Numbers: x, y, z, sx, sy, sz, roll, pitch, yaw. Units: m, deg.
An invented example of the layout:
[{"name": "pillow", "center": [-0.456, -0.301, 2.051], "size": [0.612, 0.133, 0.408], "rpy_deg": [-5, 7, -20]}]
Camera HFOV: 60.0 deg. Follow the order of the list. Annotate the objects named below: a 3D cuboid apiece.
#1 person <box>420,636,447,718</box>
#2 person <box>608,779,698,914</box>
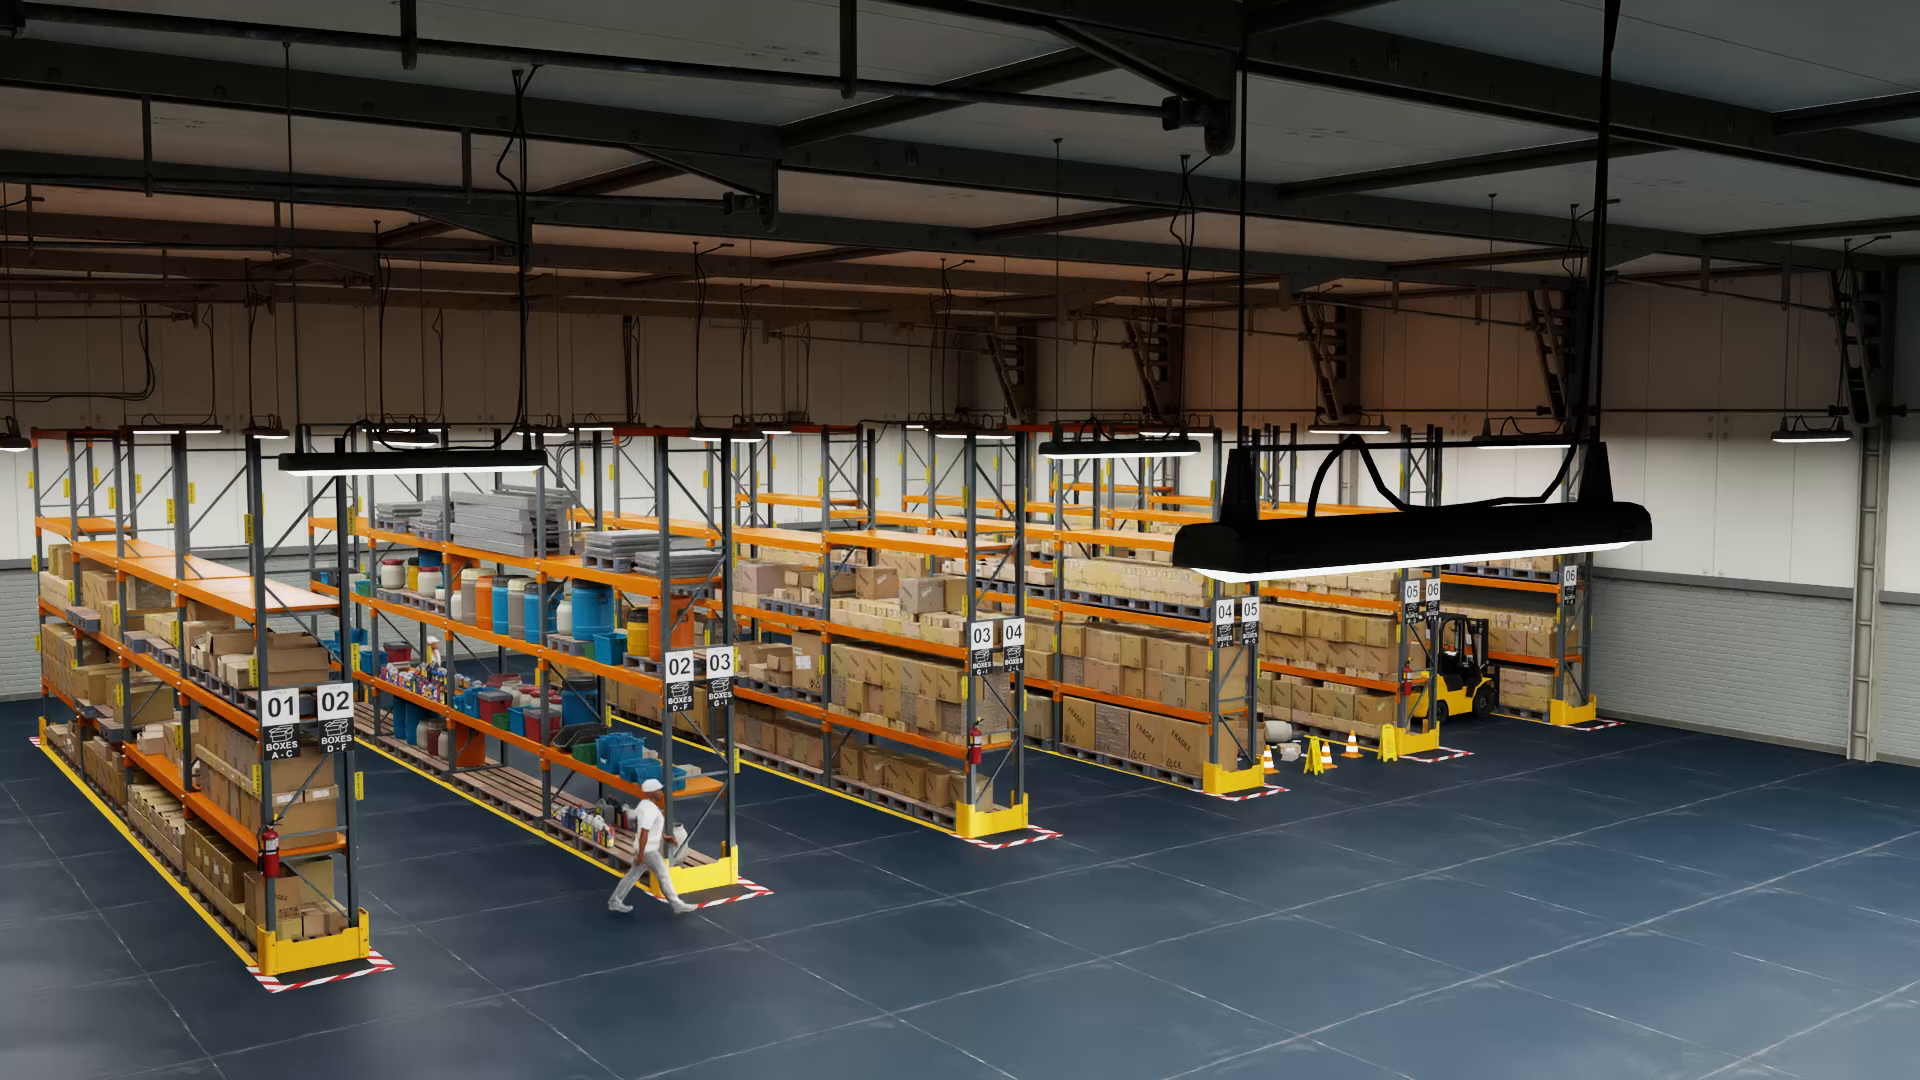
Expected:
[{"name": "person", "center": [-10.661, 2.814, 33.733], "size": [1.069, 1.721, 0.503], "rpy_deg": [3, 5, 35]}, {"name": "person", "center": [-3.847, 3.831, 20.766], "size": [1.122, 1.696, 0.639], "rpy_deg": [0, 4, -5]}]
